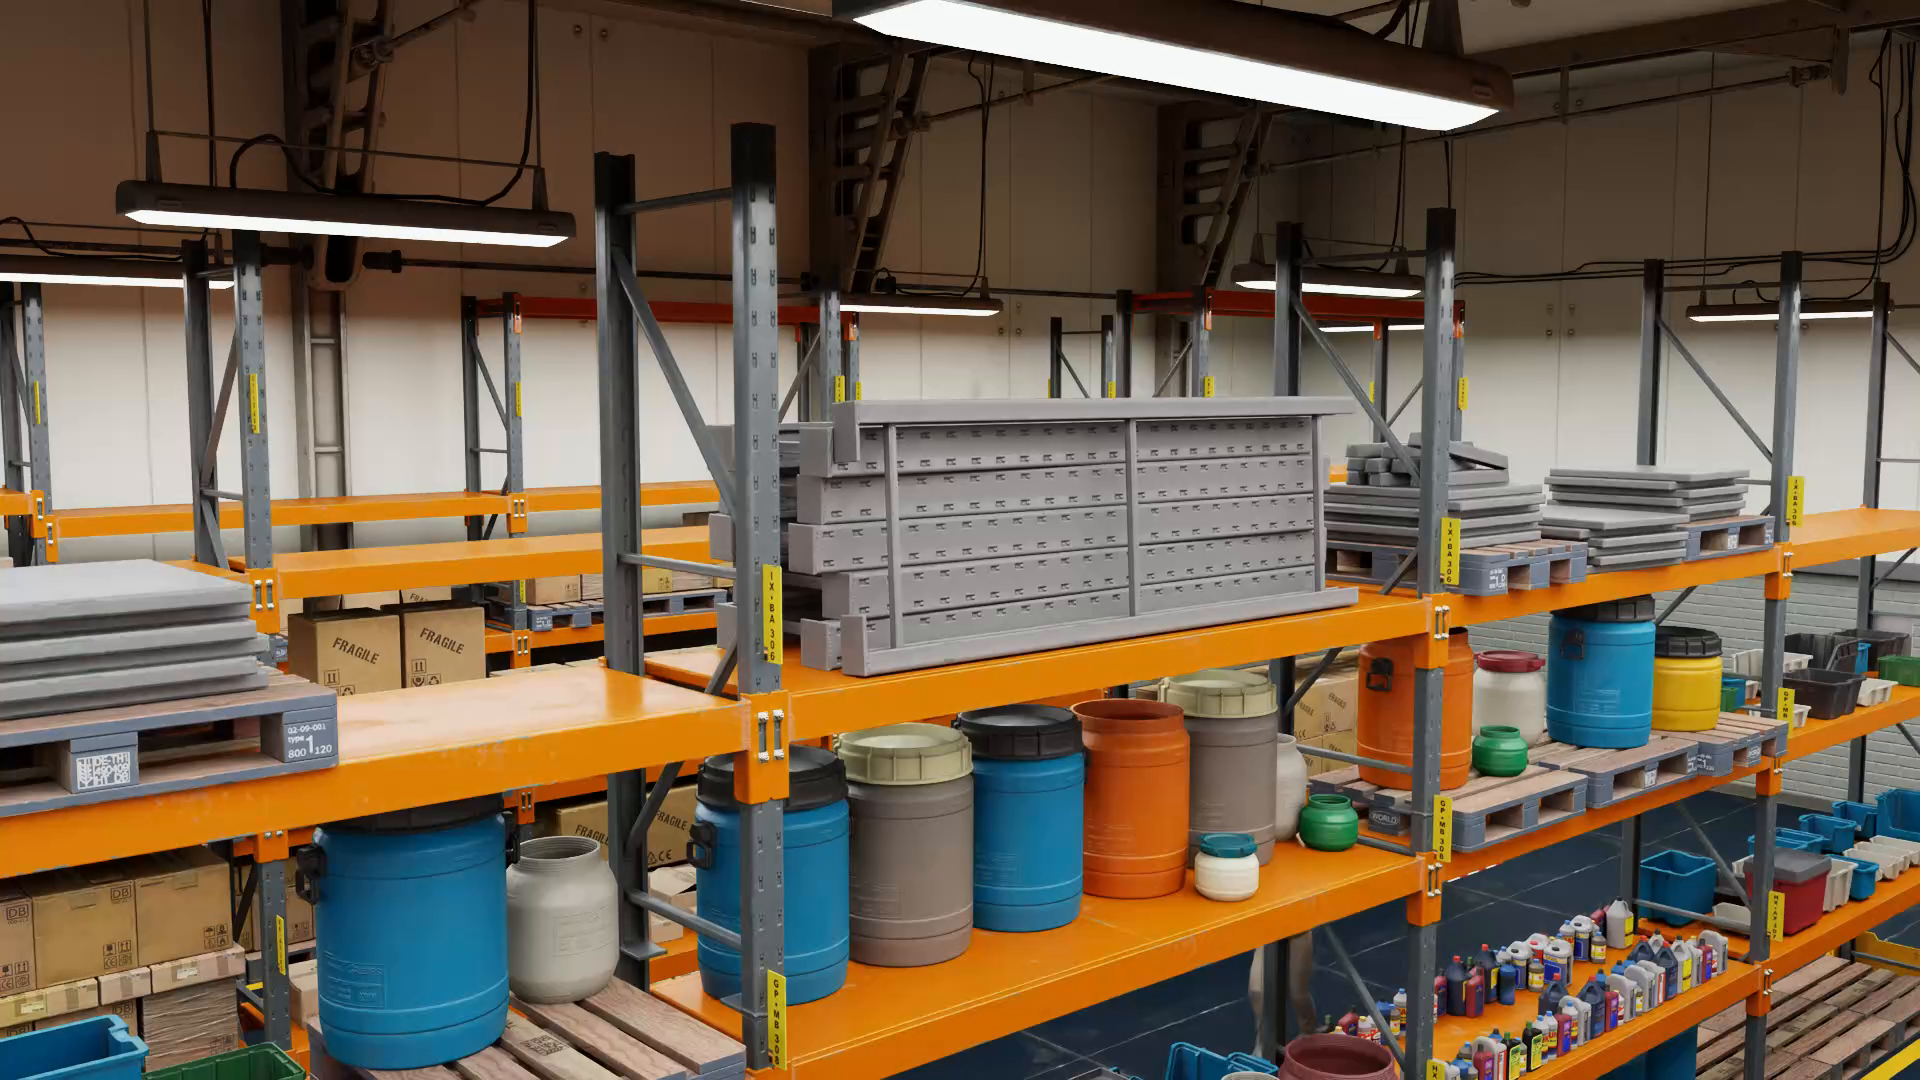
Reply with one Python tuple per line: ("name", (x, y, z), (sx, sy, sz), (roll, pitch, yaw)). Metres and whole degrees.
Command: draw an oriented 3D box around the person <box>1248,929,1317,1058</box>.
("person", (2.478, 3.123, 12.687), (0.640, 1.800, 0.741), (5, 7, 40))
